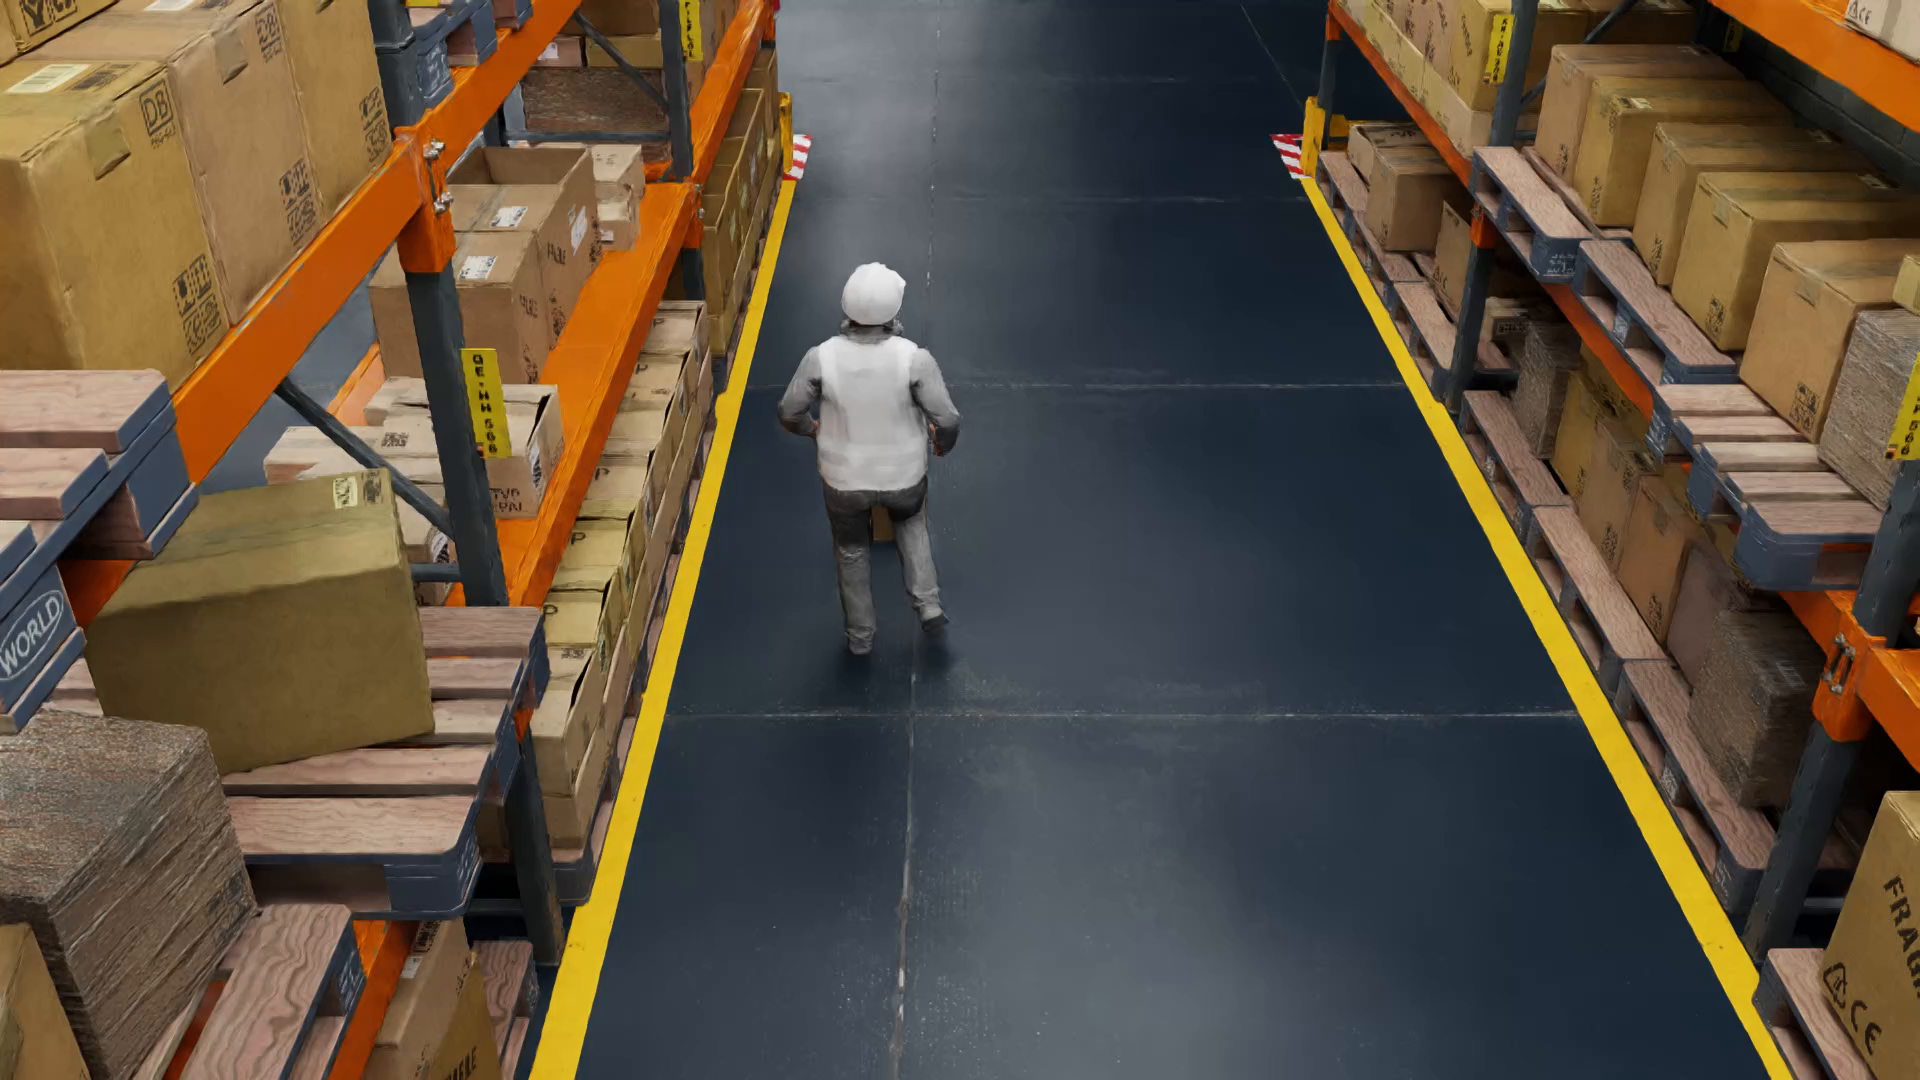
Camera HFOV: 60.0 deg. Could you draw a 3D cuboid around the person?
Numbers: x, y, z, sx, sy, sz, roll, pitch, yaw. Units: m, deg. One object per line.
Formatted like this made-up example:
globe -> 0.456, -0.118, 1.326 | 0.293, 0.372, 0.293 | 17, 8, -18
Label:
person -> -0.370, -0.322, 6.675 | 0.702, 1.744, 0.501 | -4, 32, -6
